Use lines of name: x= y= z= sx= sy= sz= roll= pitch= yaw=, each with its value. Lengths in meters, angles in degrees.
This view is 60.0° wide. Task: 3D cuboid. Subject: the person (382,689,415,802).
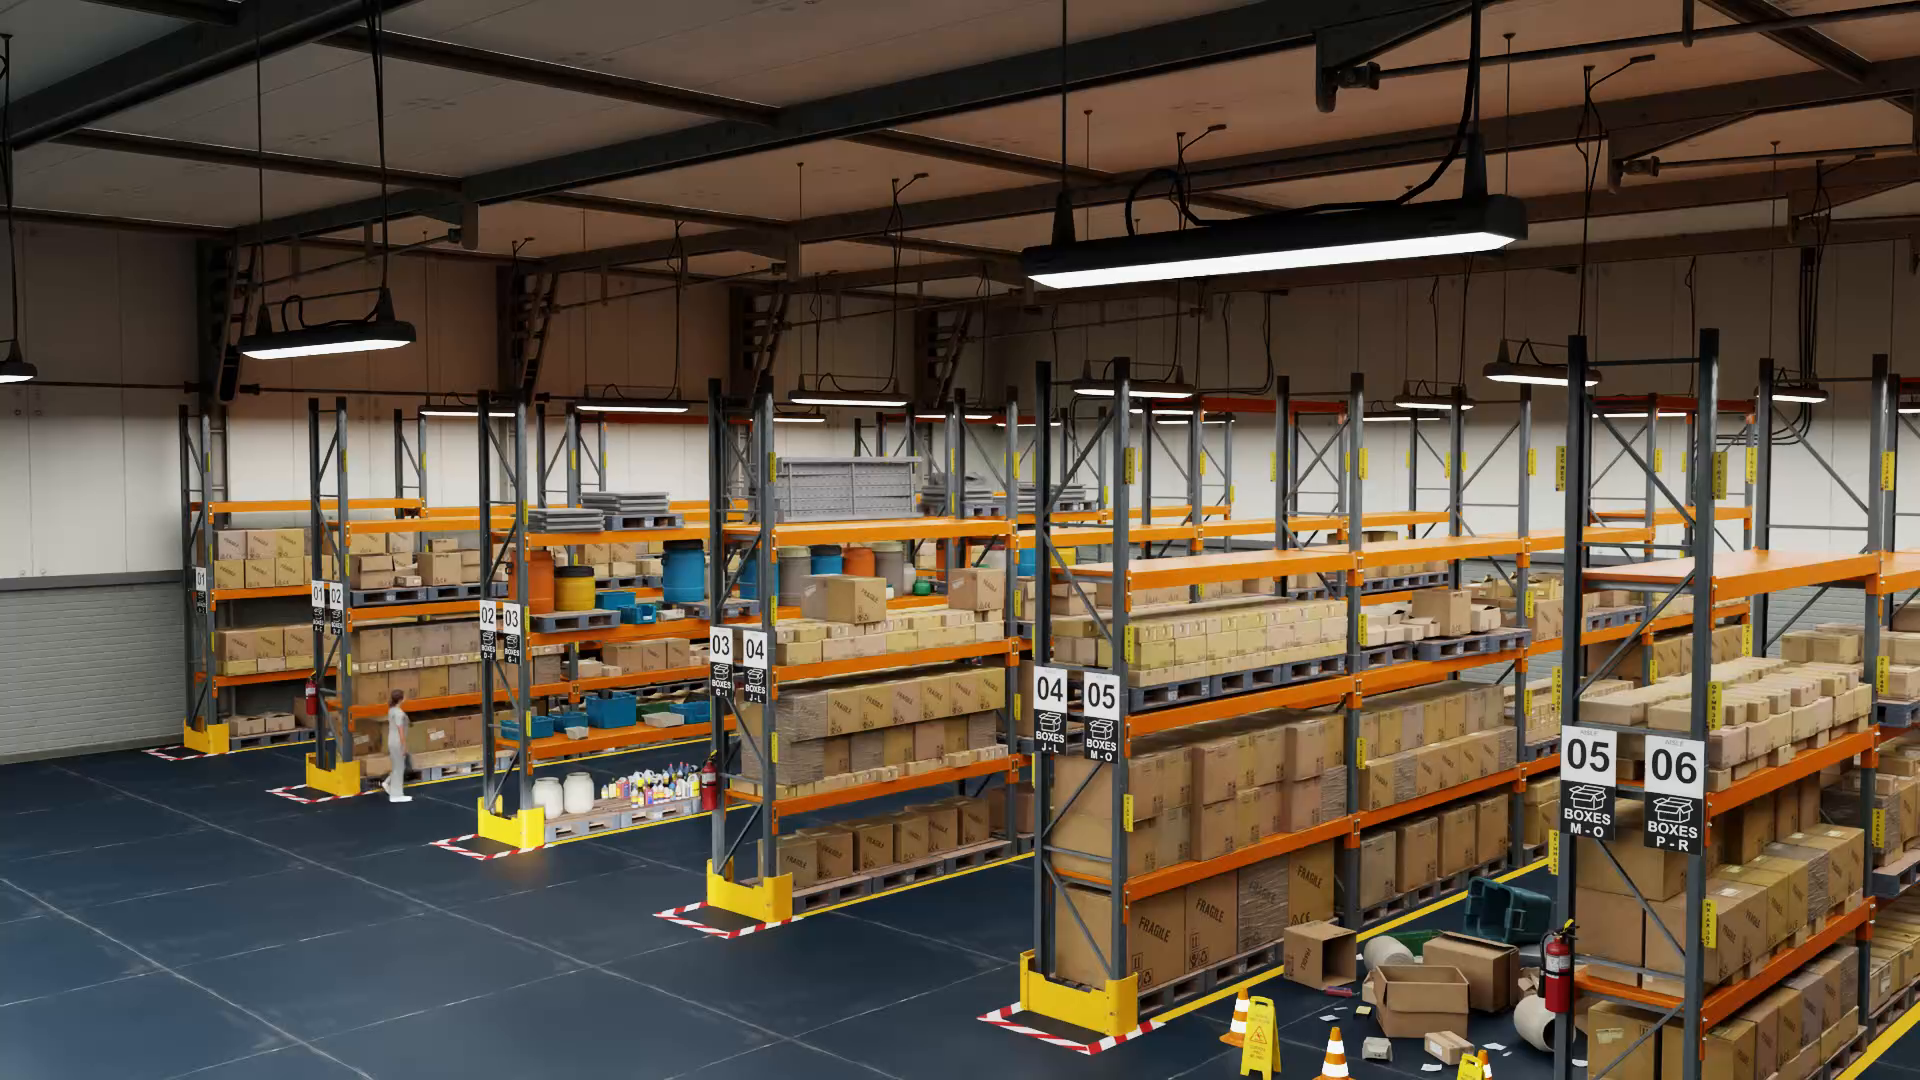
person: x=-8.304 y=3.028 z=24.533 sx=0.479 sy=1.662 sz=0.456 roll=-1 pitch=3 yaw=-14

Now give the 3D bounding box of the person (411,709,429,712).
person: x=-9.482 y=2.851 z=29.036 sx=0.334 sy=1.744 sz=0.524 roll=2 pitch=4 yaw=40
